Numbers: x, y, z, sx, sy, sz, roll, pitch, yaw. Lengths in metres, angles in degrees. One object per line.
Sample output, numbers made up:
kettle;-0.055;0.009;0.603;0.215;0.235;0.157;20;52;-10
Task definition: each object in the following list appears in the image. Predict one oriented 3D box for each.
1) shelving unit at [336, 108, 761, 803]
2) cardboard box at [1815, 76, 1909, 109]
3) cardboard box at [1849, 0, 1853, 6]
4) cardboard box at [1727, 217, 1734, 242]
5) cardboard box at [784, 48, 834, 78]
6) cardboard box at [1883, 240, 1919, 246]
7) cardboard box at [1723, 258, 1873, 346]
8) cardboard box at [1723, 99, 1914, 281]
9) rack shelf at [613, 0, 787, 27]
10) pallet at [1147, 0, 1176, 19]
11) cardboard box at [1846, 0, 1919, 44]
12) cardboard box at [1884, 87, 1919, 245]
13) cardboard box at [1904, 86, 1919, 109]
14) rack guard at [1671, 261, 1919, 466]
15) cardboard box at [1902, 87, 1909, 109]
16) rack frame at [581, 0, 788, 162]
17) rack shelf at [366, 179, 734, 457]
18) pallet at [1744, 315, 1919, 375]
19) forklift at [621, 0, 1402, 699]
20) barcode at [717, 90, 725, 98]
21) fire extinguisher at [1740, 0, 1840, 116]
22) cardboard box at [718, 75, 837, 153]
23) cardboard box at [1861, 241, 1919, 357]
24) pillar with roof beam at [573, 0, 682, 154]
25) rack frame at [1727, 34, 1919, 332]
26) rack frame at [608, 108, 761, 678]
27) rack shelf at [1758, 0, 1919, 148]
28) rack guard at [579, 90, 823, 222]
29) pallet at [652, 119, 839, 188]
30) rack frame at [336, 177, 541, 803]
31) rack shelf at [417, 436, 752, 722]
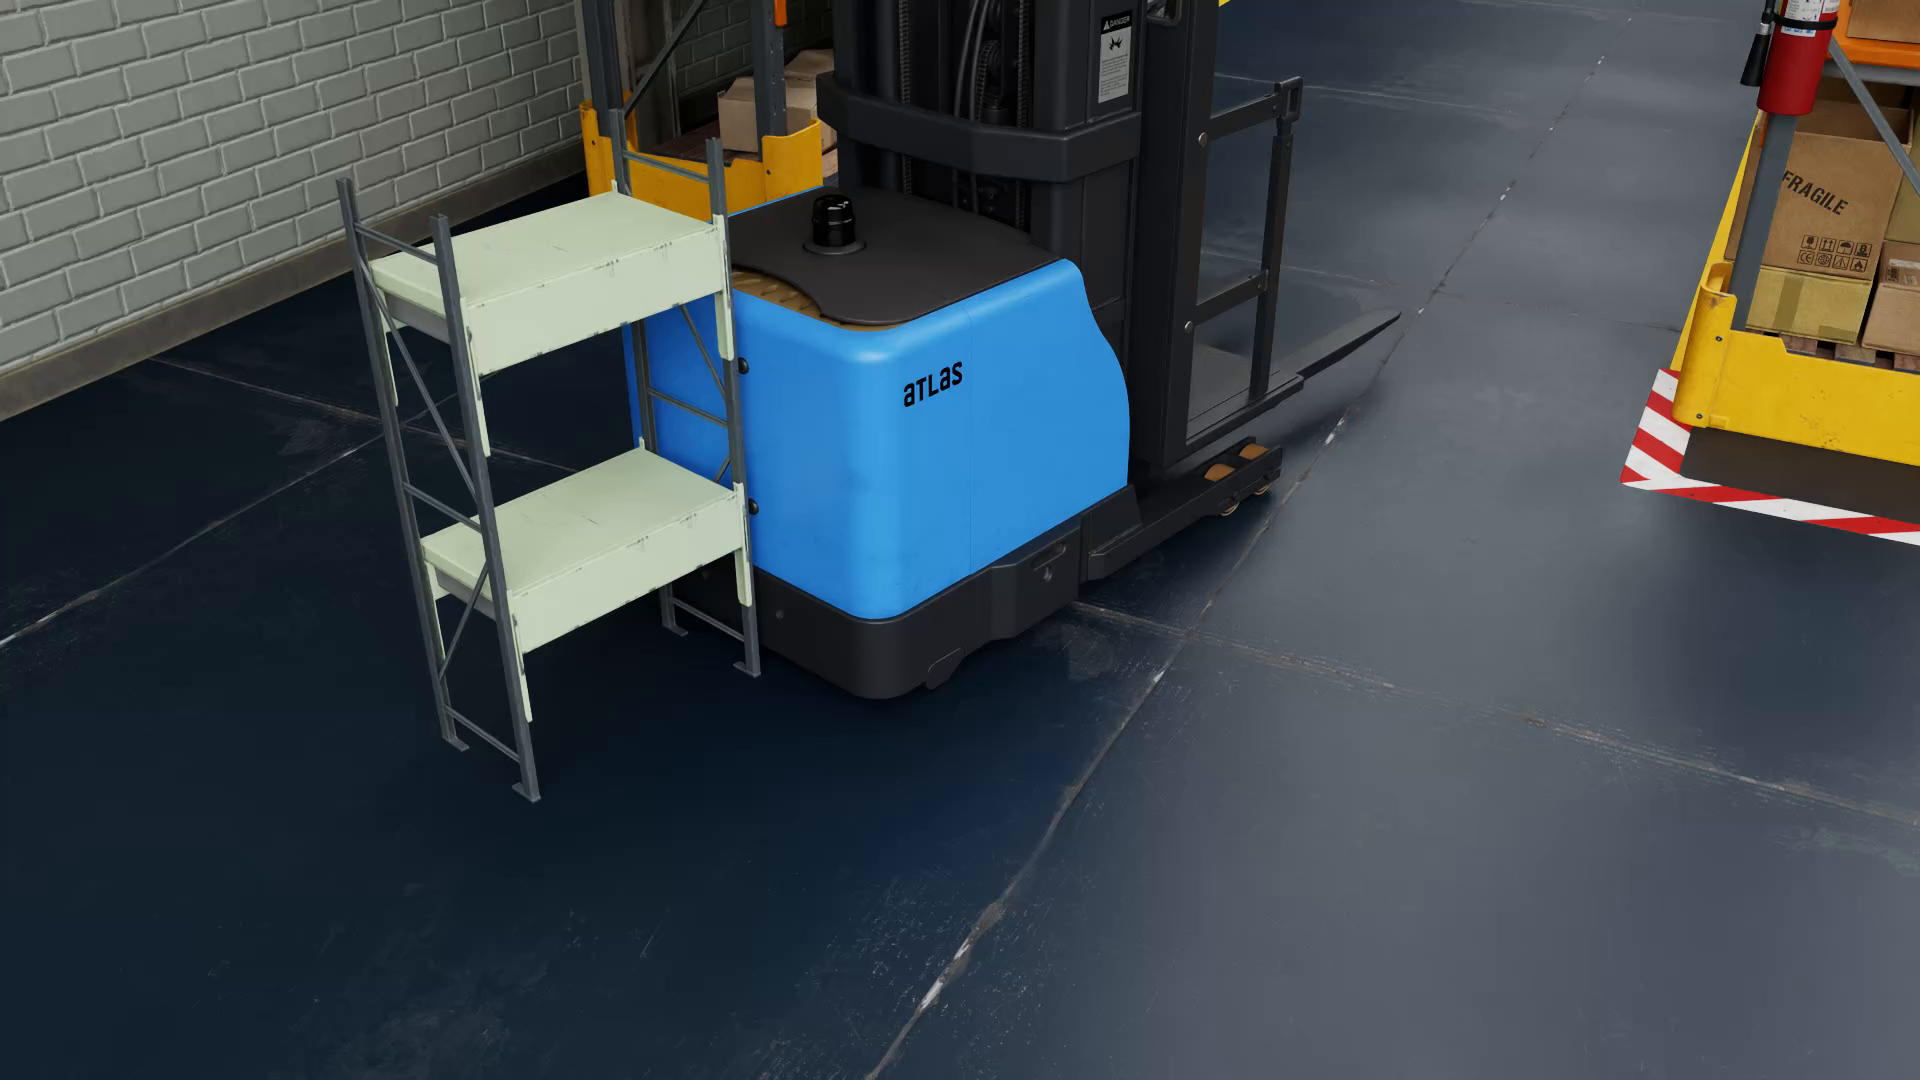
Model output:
shelving unit;-0.952;-0.204;4.100;0.431;1.500;0.755;24;38;36
cardboard box;3.588;-1.751;6.874;0.500;0.500;0.500;14;33;23
cardboard box;3.625;-2.166;5.909;0.700;0.500;0.500;15;33;25
cardboard box;3.365;-1.203;6.673;0.500;0.250;0.500;14;33;23
cardboard box;-0.590;-2.371;8.624;0.500;0.311;0.500;17;34;27
cardboard box;3.833;-1.084;6.465;0.500;0.250;0.500;14;33;23
cardboard box;3.147;-0.979;6.282;0.500;0.250;0.500;14;33;23
cardboard box;3.146;-1.305;6.096;0.500;0.500;0.500;14;33;23
rack shelf;-0.334;-3.381;8.849;1.077;0.370;4.000;14;33;23
pallet;0.930;-3.716;11.509;1.003;0.211;1.213;14;33;23
cardboard box;3.390;-1.932;5.502;0.700;0.500;0.500;14;33;23
cardboard box;3.835;-1.409;6.278;0.500;0.500;0.500;14;33;23
cardboard box;4.051;-1.633;6.669;0.500;0.500;0.500;14;33;23
rack guard;3.155;-0.590;5.775;1.175;0.500;0.348;14;33;23
cardboard box;4.294;-1.851;7.048;0.500;0.500;0.500;14;33;23
rack frame;-1.245;-2.807;7.125;1.000;3.000;0.127;14;33;23
rack shelf;-0.952;-0.543;3.906;0.431;0.370;0.720;24;38;36
pallet;3.477;-0.824;6.473;1.003;0.211;1.213;14;33;23
forklift;0.417;-1.501;4.921;1.130;2.935;3.031;24;38;36
barcode;-1.198;-2.221;8.354;0.001;0.075;0.075;14;33;23
fire extinguisher;2.699;-1.704;5.283;0.296;0.674;0.183;14;33;23
cardboard box;-0.850;-2.118;8.184;0.500;0.311;0.500;11;32;18
cardboard box;3.609;-0.862;6.078;0.500;0.250;0.500;14;33;23
pillar with roof beam;2.136;-4.938;4.813;9.100;9.000;0.400;14;33;23
rack frame;3.166;-1.685;5.171;1.000;3.000;0.127;14;33;23
rack frame;-0.707;-0.340;4.336;0.400;1.500;0.023;24;38;36
rack shelf;4.077;-2.259;6.895;1.077;0.370;4.000;14;33;23
rack guard;-1.211;-1.756;7.807;1.175;0.500;0.348;14;33;23
pallet;-0.809;-1.983;8.492;1.003;0.211;1.213;14;33;23
rack frame;-1.197;-0.069;3.864;0.400;1.500;0.023;24;38;36
rack shelf;-0.952;0.078;4.262;0.431;0.370;0.720;24;38;36
